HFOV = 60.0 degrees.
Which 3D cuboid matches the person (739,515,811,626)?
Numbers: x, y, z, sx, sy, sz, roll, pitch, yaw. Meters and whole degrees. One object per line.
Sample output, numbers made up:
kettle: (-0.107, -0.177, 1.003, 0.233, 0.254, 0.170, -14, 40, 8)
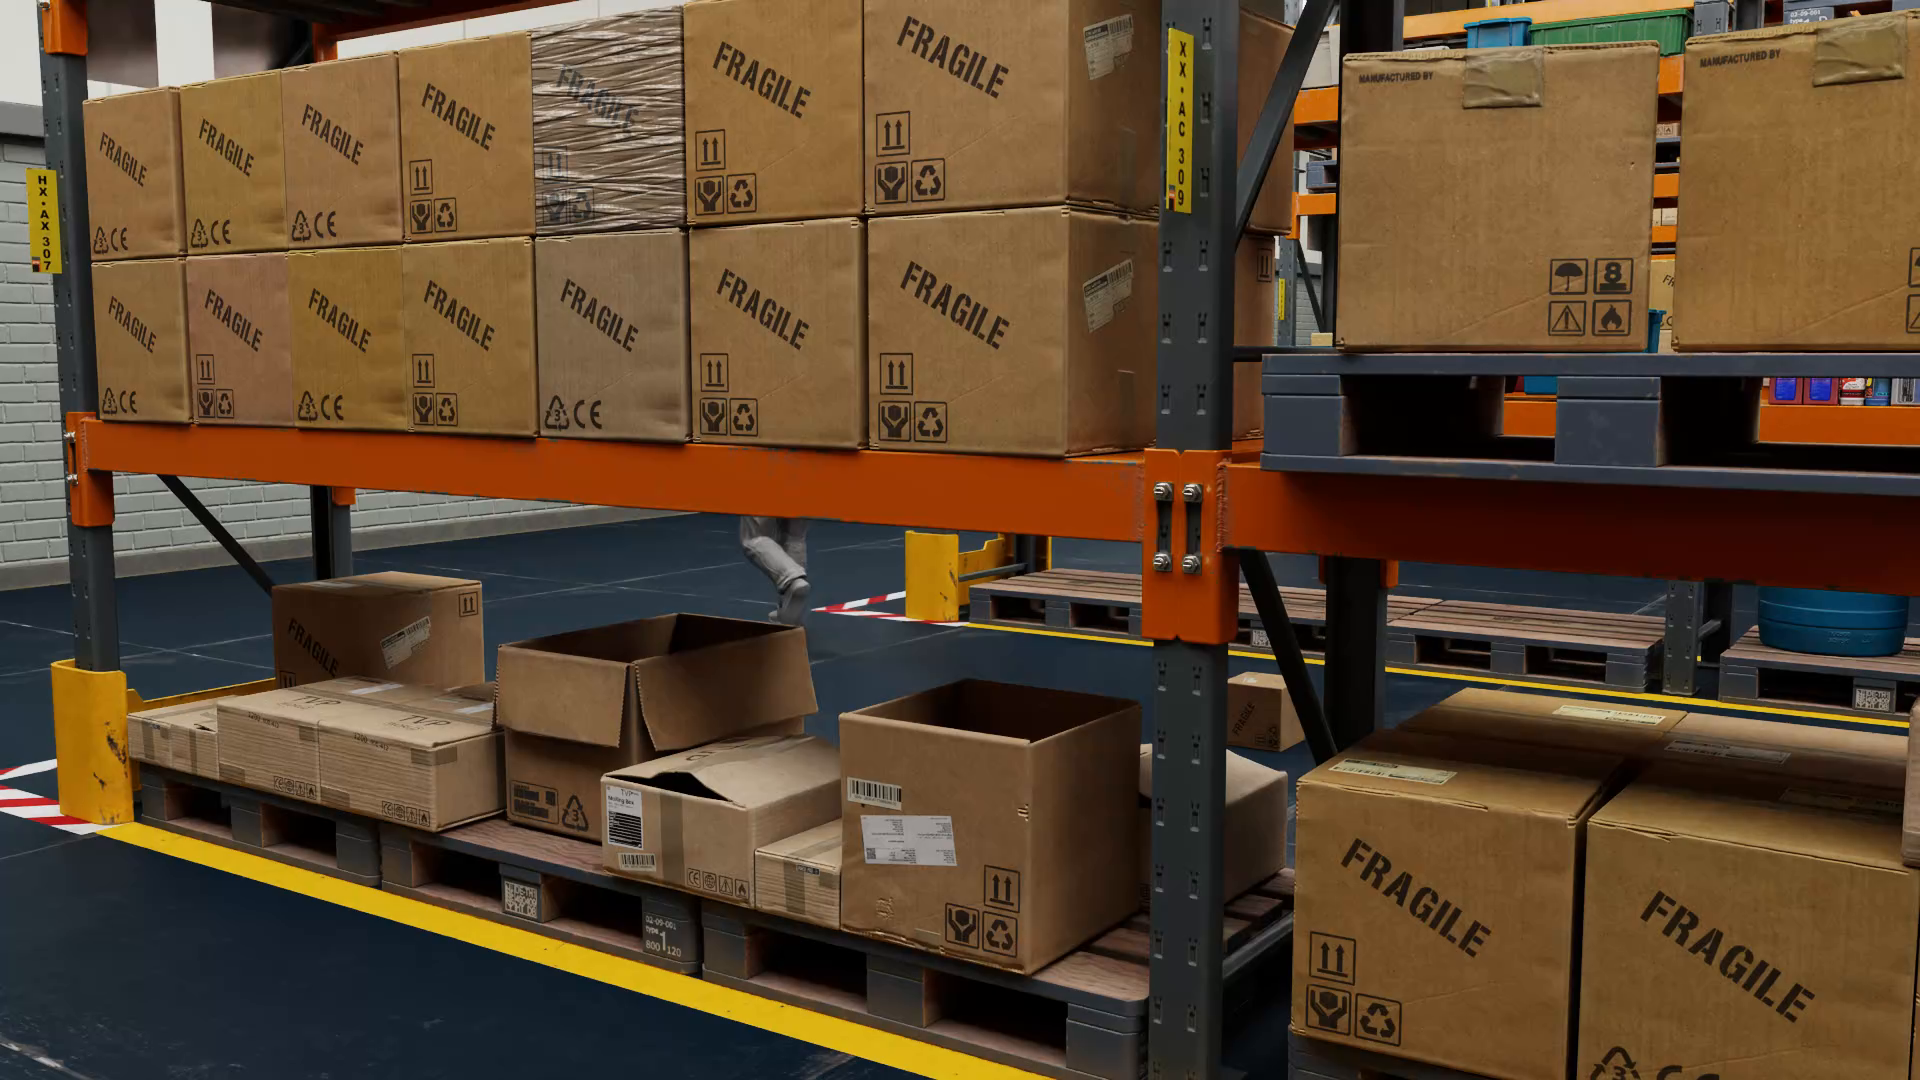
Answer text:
person: (-0.915, -0.376, 8.874, 0.551, 1.755, 0.627, -4, 8, -35)
